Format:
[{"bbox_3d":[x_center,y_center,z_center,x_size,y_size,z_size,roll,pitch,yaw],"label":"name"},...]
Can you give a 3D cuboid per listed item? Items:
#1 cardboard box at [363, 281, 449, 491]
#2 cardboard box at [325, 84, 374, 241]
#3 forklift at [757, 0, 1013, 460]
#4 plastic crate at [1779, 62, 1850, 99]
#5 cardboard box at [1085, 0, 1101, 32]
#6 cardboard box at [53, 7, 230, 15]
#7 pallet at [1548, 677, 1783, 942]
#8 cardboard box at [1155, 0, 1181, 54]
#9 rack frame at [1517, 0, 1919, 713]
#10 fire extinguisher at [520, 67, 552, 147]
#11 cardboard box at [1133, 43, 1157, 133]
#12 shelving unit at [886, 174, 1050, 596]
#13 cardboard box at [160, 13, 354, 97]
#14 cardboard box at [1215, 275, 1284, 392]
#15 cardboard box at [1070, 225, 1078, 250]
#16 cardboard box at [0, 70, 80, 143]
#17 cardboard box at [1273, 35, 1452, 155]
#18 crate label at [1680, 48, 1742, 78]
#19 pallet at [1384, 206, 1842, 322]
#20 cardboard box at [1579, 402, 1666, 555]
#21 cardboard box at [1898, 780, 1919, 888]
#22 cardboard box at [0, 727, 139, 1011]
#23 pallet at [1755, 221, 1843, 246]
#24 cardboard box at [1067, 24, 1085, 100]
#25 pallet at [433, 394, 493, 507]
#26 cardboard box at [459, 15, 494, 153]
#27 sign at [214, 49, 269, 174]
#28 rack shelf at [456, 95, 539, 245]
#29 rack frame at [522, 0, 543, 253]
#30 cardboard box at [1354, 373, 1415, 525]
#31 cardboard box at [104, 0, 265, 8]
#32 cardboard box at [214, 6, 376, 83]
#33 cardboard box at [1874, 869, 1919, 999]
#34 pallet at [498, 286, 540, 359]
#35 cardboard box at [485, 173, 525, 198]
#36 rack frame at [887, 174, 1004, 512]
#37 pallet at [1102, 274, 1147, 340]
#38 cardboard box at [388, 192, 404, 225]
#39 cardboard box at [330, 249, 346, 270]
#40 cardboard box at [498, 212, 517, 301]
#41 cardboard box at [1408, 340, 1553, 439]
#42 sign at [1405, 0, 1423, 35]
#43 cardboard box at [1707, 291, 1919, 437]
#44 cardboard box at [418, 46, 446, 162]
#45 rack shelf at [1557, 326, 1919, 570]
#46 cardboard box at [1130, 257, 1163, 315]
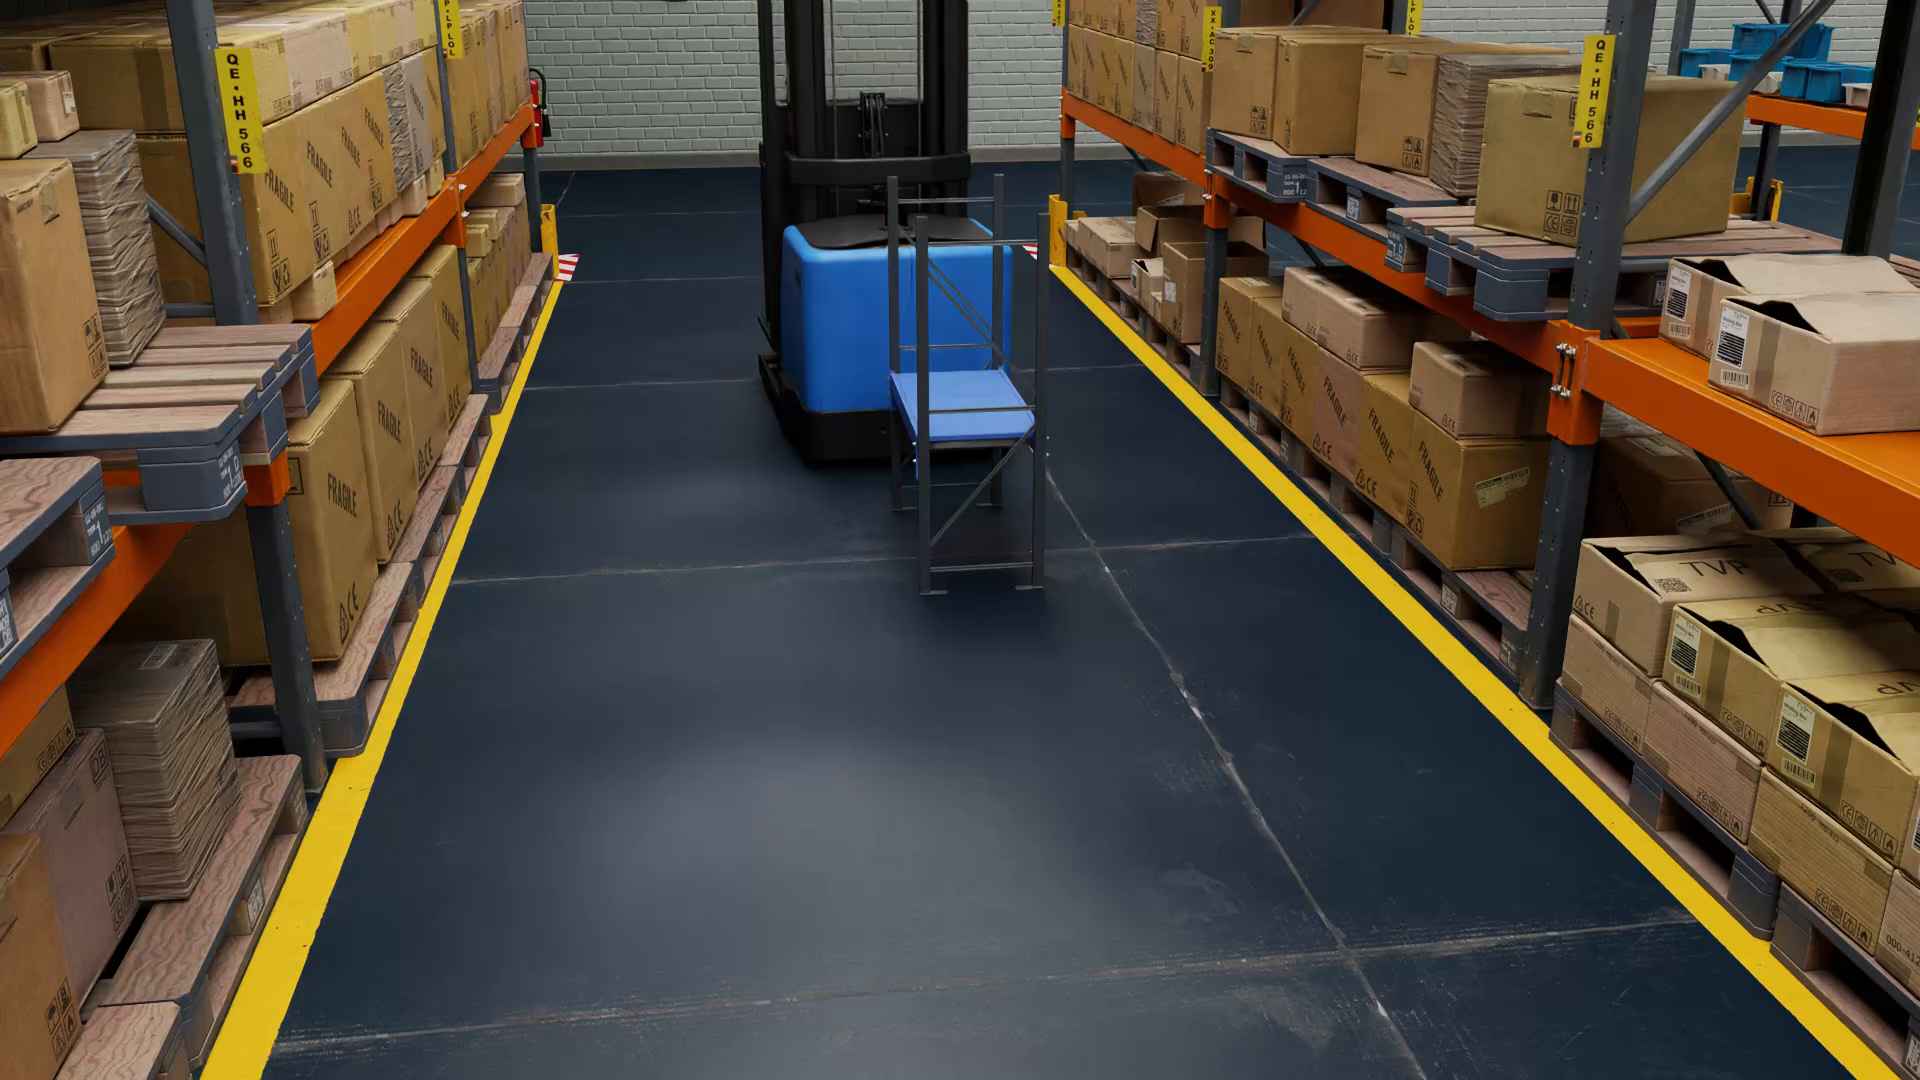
[{"bbox_3d":[-2.691,-0.662,7.174,0.750,0.750,0.750,-2,21,-6],"label":"cardboard box"},{"bbox_3d":[-2.421,-1.344,5.931,0.500,0.500,0.500,-3,21,-8],"label":"cardboard box"},{"bbox_3d":[-0.553,-2.241,9.028,1.130,2.935,3.031,-4,21,-12],"label":"forklift"},{"bbox_3d":[6.082,-3.275,11.851,0.416,0.233,0.300,-3,21,-8],"label":"plastic crate"},{"bbox_3d":[1.166,-3.802,11.538,0.500,0.500,0.500,-3,21,-7],"label":"cardboard box"},{"bbox_3d":[-3.006,-1.838,6.182,0.500,0.250,0.500,-3,21,-9],"label":"cardboard box"},{"bbox_3d":[2.514,0.728,4.964,1.003,0.211,1.213,-3,21,-8],"label":"pallet"},{"bbox_3d":[1.451,-3.104,9.669,0.500,0.500,0.500,-3,21,-9],"label":"cardboard box"},{"bbox_3d":[2.434,-0.865,5.245,1.000,3.000,0.127,-3,21,-8],"label":"rack frame"},{"bbox_3d":[-3.186,-3.248,12.269,0.296,0.674,0.183,-3,21,-8],"label":"fire extinguisher"},{"bbox_3d":[1.379,-2.813,10.318,0.500,0.500,0.500,-2,21,-7],"label":"cardboard box"},{"bbox_3d":[0.012,-0.673,6.875,0.538,1.500,1.048,-3,21,-8],"label":"shelving unit"},{"bbox_3d":[-2.432,-1.690,5.785,0.500,0.250,0.500,-3,21,-7],"label":"cardboard box"},{"bbox_3d":[1.686,-1.105,8.832,0.500,0.500,0.500,-4,21,-10],"label":"cardboard box"},{"bbox_3d":[1.037,-2.265,12.413,0.380,0.166,0.250,-3,21,-8],"label":"cardboard box"},{"bbox_3d":[-2.388,-1.053,4.049,0.380,0.149,0.250,-6,21,-15],"label":"cardboard box"},{"bbox_3d":[1.866,-2.083,7.764,0.700,0.500,0.500,0,20,1],"label":"cardboard box"},{"bbox_3d":[5.892,-3.731,13.072,0.416,0.233,0.303,-3,21,-8],"label":"crate label"},{"bbox_3d":[2.266,-1.006,5.897,1.213,0.211,1.003,-3,21,-8],"label":"pallet"},{"bbox_3d":[2.570,-0.253,6.550,0.500,0.500,0.500,-4,21,-10],"label":"cardboard box"},{"bbox_3d":[2.449,0.696,3.594,0.500,0.311,0.500,-3,21,-8],"label":"cardboard box"},{"bbox_3d":[-2.353,0.782,3.779,0.700,0.500,0.500,-3,21,-8],"label":"cardboard box"},{"bbox_3d":[6.263,-2.290,13.044,1.003,0.211,1.213,-3,21,-8],"label":"pallet"},{"bbox_3d":[1.084,-3.515,12.196,0.500,0.500,0.500,-2,21,-7],"label":"cardboard box"},{"bbox_3d":[-2.859,-0.429,8.063,1.003,0.211,1.213,-3,21,-8],"label":"pallet"},{"bbox_3d":[-3.206,-2.581,9.410,0.980,0.700,0.700,-3,21,-9],"label":"cardboard box"},{"bbox_3d":[-1.932,-1.150,4.466,0.100,0.325,0.005,-3,21,-8],"label":"sign"},{"bbox_3d":[-3.333,-2.354,10.260,1.077,0.370,4.000,-3,21,-8],"label":"rack shelf"},{"bbox_3d":[-3.621,-3.384,11.988,1.000,3.000,0.127,-3,21,-8],"label":"rack frame"},{"bbox_3d":[1.992,-0.391,6.920,0.500,0.500,0.500,-4,21,-10],"label":"cardboard box"},{"bbox_3d":[-3.077,-2.019,6.666,0.500,0.250,0.500,-4,21,-10],"label":"cardboard box"},{"bbox_3d":[-2.512,-1.866,6.257,0.500,0.250,0.500,-3,21,-9],"label":"cardboard box"},{"bbox_3d":[2.446,0.954,3.705,0.500,0.250,0.500,-2,21,-7],"label":"cardboard box"},{"bbox_3d":[-3.256,-1.383,10.617,1.003,0.211,1.213,-3,21,-8],"label":"pallet"},{"bbox_3d":[-3.222,-2.441,11.509,0.380,0.149,0.250,-3,21,-8],"label":"cardboard box"},{"bbox_3d":[-0.061,-0.849,7.346,0.500,1.500,0.032,-3,21,-8],"label":"rack frame"},{"bbox_3d":[1.580,-1.605,11.211,1.003,0.211,1.213,-3,21,-8],"label":"pallet"},{"bbox_3d":[-2.597,-1.433,7.096,0.380,0.149,0.250,-3,21,-8],"label":"cardboard box"},{"bbox_3d":[-2.499,-1.075,6.138,0.380,0.149,0.250,-3,21,-7],"label":"cardboard box"},{"bbox_3d":[-3.276,-1.825,10.787,0.700,0.500,0.500,-4,21,-10],"label":"cardboard box"},{"bbox_3d":[2.054,-0.583,6.361,0.500,0.250,0.500,-2,21,-6],"label":"cardboard box"},{"bbox_3d":[2.406,-2.821,8.829,0.100,0.325,0.005,-3,21,-8],"label":"sign"},{"bbox_3d":[2.371,-0.504,4.405,0.500,0.311,0.500,-3,21,-8],"label":"cardboard box"},{"bbox_3d":[-2.728,-2.047,7.813,0.500,0.500,0.500,-3,21,-9],"label":"cardboard box"},{"bbox_3d":[2.722,0.165,3.517,1.077,0.370,4.000,-3,21,-8],"label":"rack shelf"},{"bbox_3d":[1.386,-1.639,10.531,0.500,0.311,0.500,-3,21,-8],"label":"cardboard box"}]
